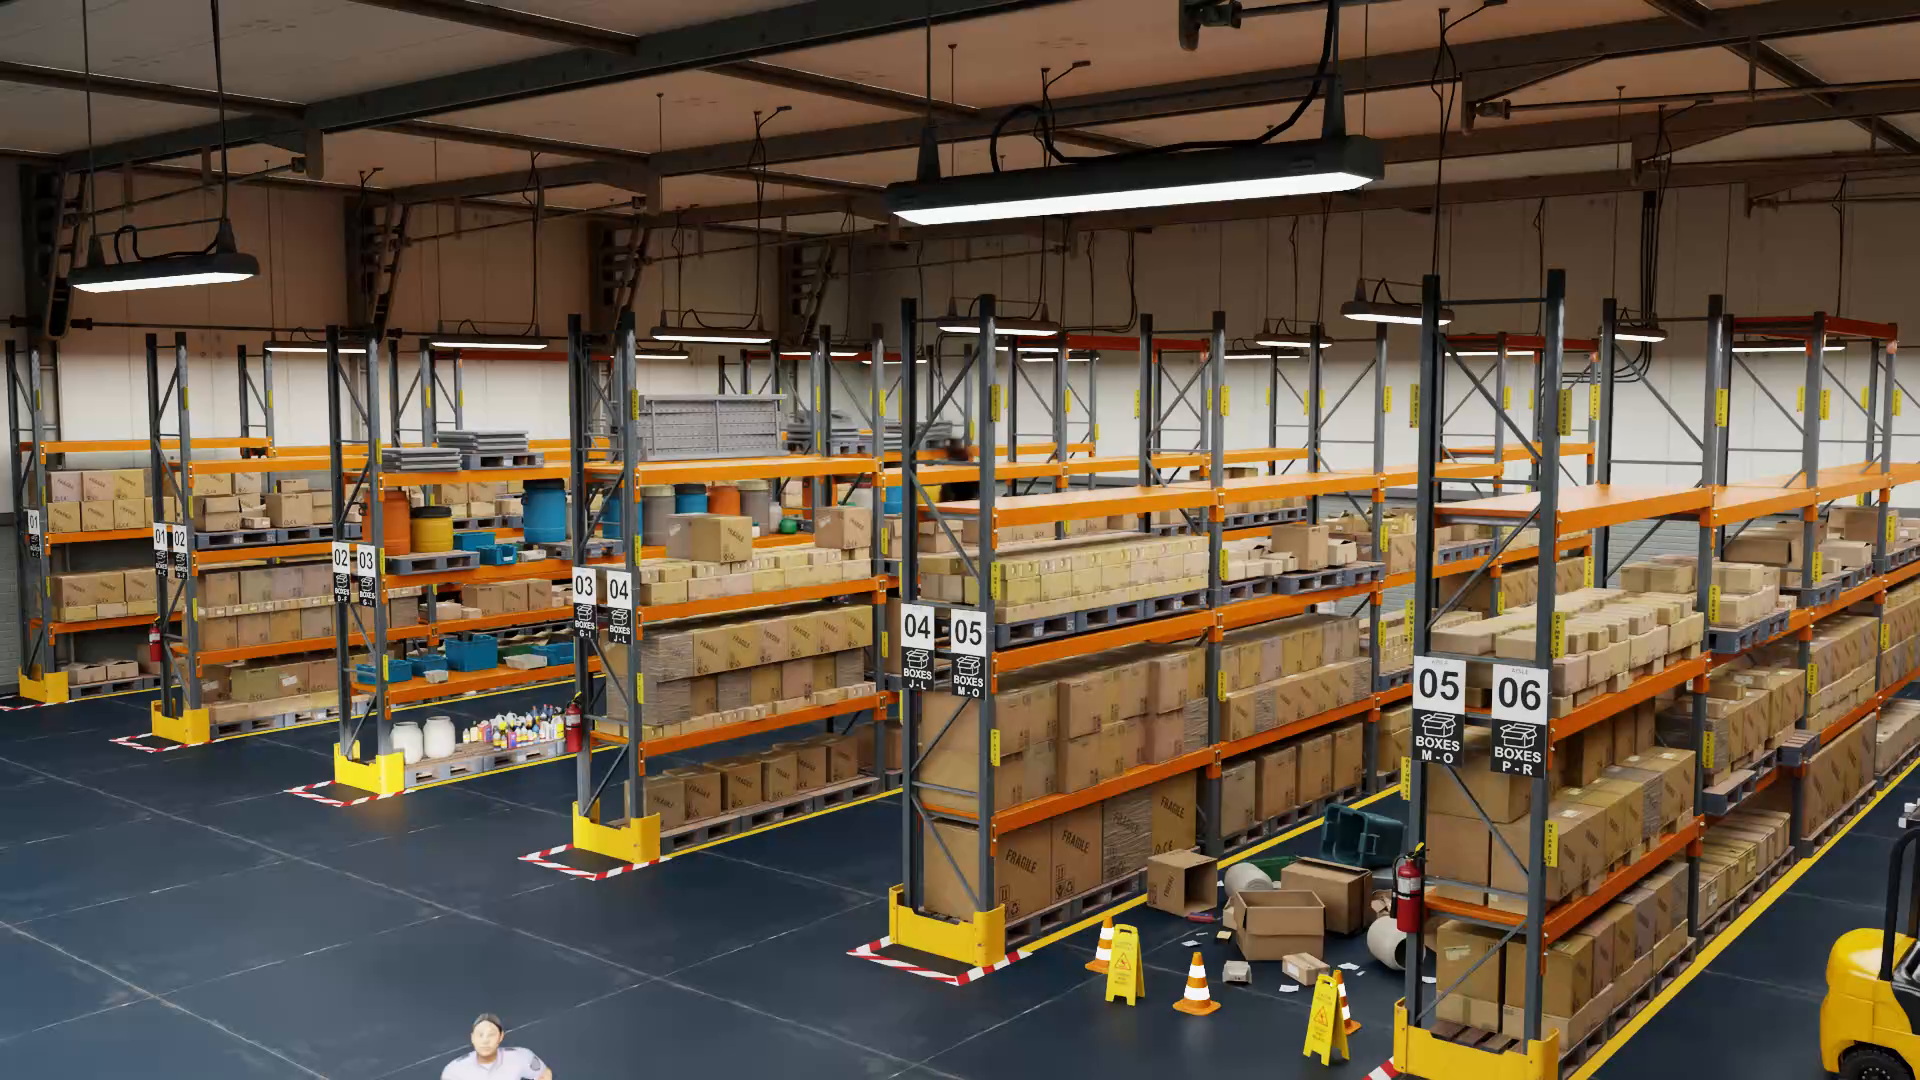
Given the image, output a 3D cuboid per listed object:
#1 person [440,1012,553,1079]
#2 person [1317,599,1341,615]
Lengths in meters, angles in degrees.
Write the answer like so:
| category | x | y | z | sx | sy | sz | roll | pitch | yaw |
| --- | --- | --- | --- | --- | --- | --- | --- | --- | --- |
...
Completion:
| category | x | y | z | sx | sy | sz | roll | pitch | yaw |
| --- | --- | --- | --- | --- | --- | --- | --- | --- | --- |
| person | -2.660 | 3.501 | 9.466 | 0.667 | 1.641 | 0.604 | -1 | 5 | -12 |
| person | 7.001 | 1.410 | 32.068 | 0.673 | 1.810 | 0.802 | -3 | 6 | -30 |
